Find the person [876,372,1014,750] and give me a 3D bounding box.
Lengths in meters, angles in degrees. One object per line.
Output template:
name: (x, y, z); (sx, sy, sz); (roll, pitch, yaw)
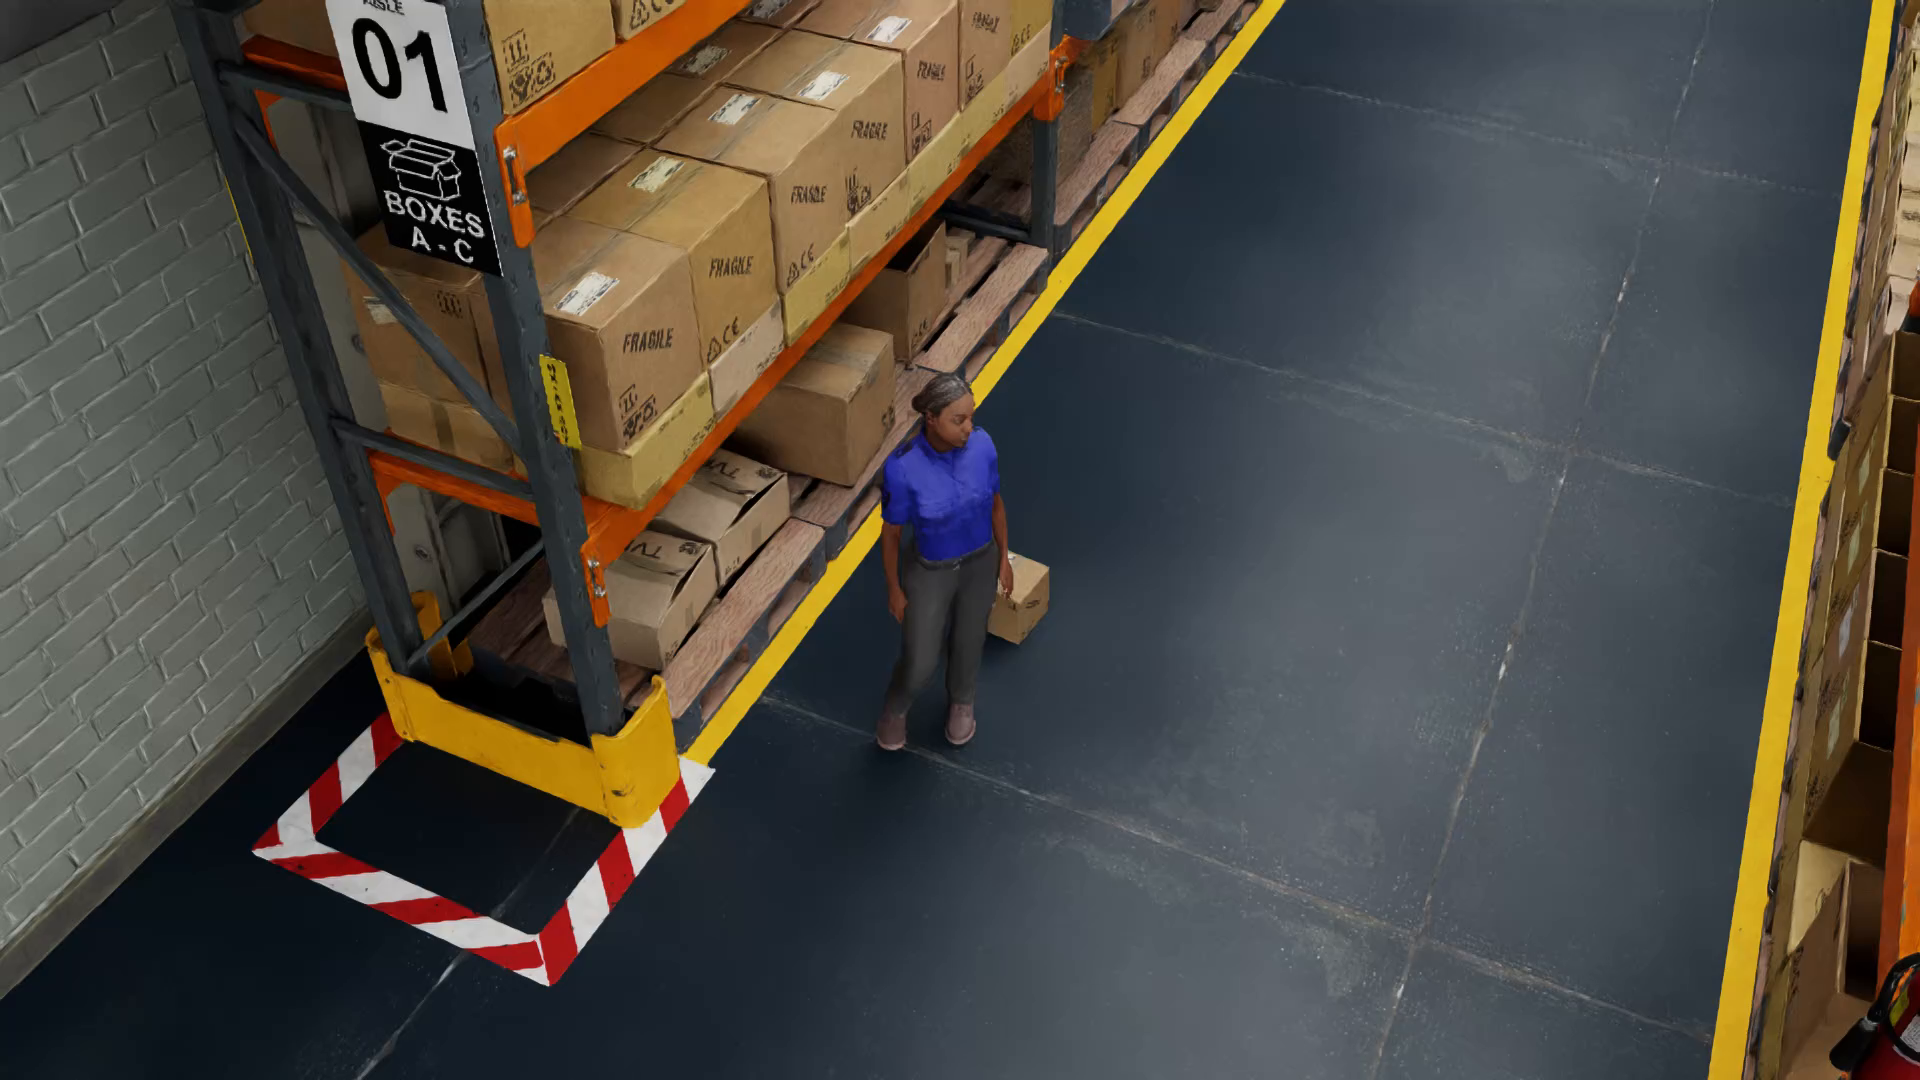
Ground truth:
person: (-0.079, 0.122, 6.023); (0.554, 1.643, 0.353); (-18, 45, -19)
